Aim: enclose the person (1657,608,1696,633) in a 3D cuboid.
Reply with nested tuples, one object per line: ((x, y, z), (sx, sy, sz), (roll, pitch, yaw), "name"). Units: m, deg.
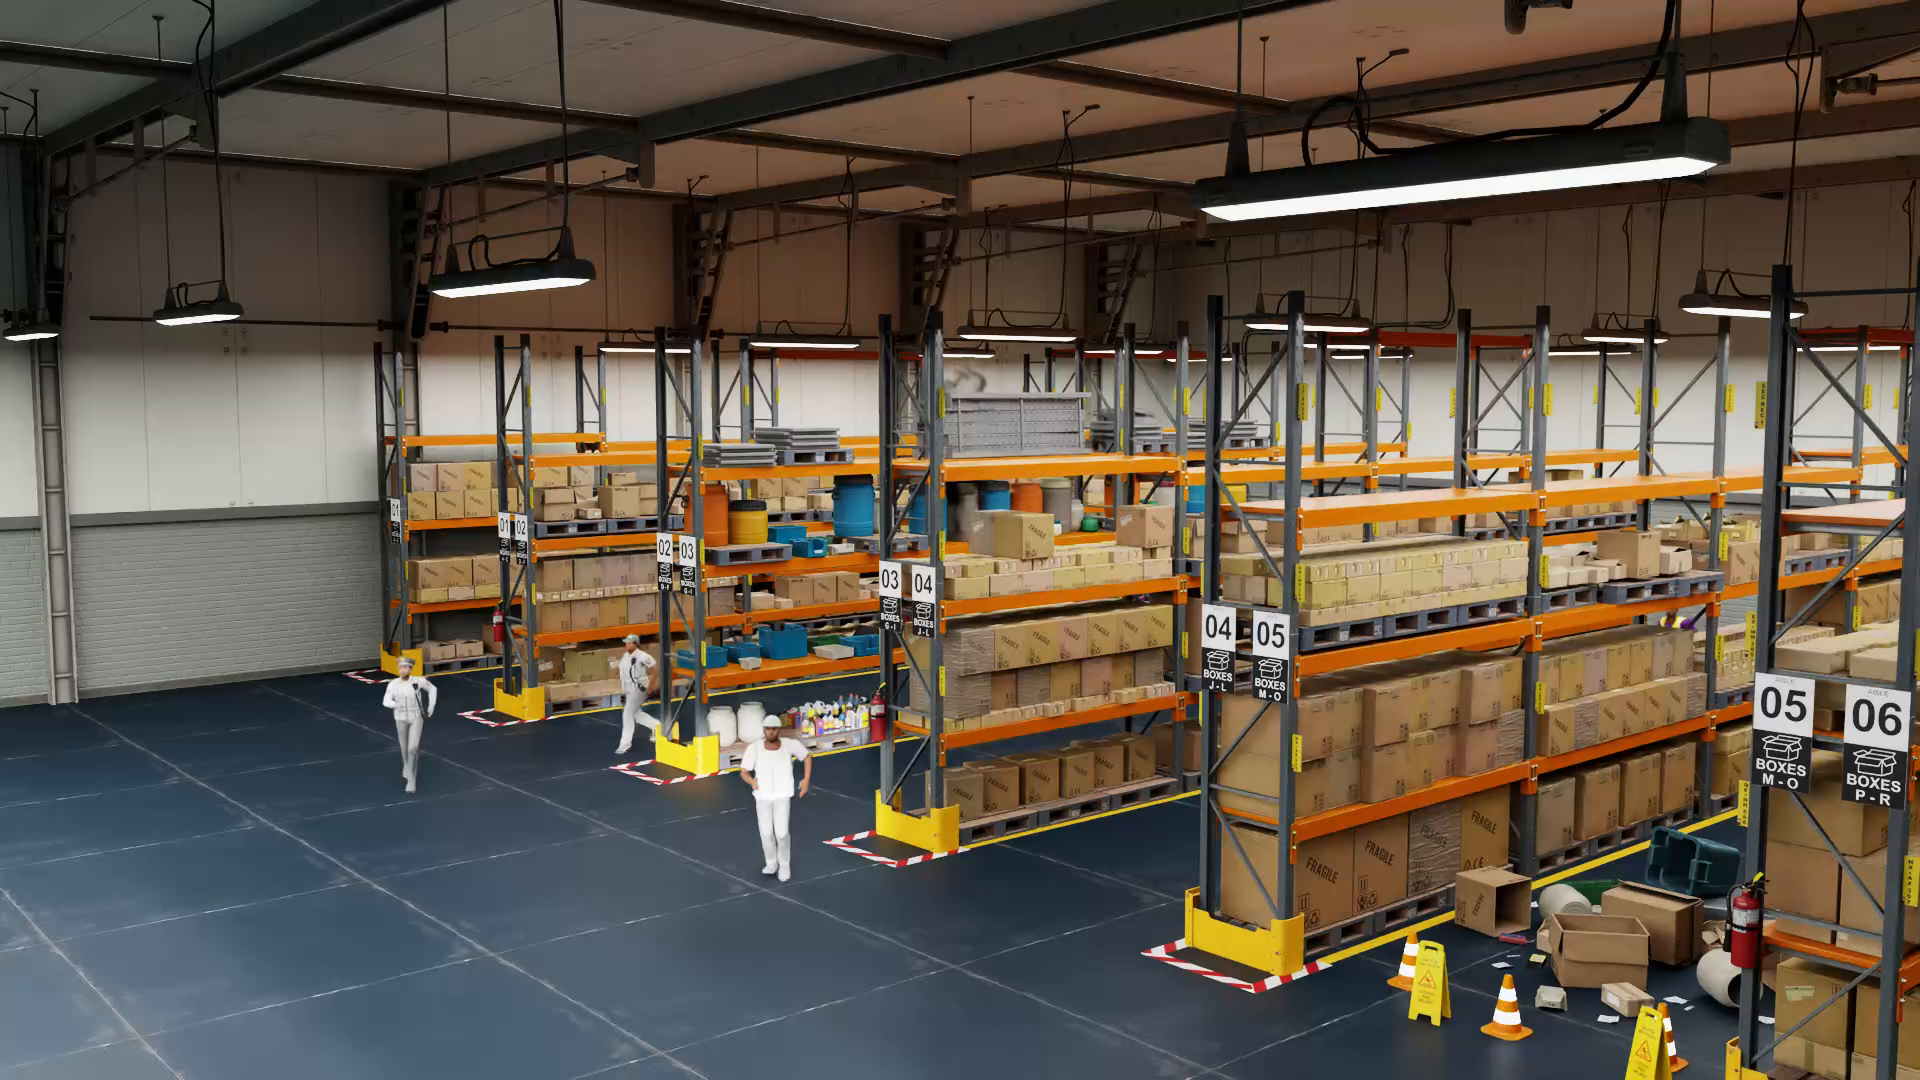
((11.570, 1.852, 26.953), (0.825, 1.755, 0.712), (-5, 7, -43), "person")

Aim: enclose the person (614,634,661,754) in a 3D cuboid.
((-4.638, 2.178, 23.893), (0.894, 1.682, 0.639), (-5, 7, -42), "person")

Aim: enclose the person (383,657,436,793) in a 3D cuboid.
((-7.146, 2.355, 21.640), (0.623, 1.739, 0.883), (0, 5, -5), "person")

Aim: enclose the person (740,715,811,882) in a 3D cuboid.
((-1.938, 2.720, 17.429), (0.730, 1.794, 0.699), (0, 5, 0), "person")
